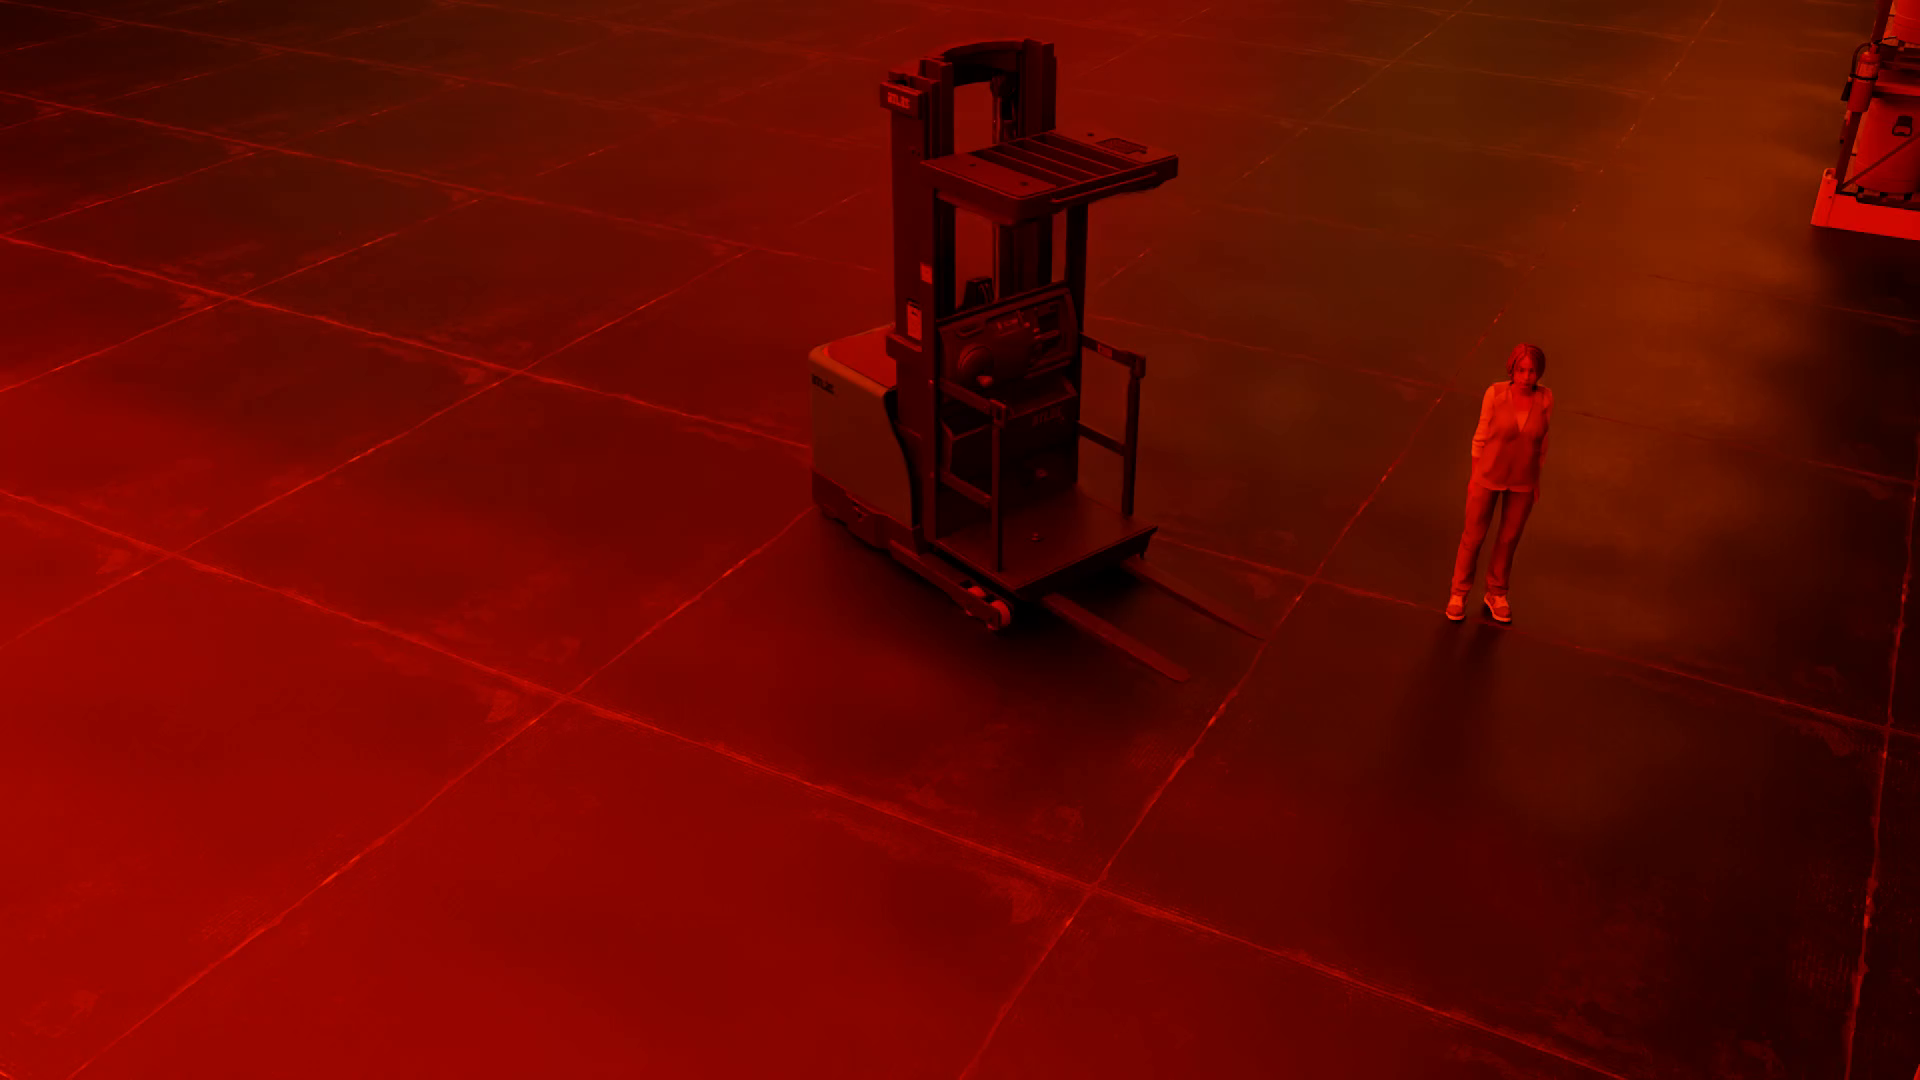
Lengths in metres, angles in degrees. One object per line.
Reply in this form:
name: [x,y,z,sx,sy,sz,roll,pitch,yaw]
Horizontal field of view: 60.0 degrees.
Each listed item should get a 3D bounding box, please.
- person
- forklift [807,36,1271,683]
person: [2.921,-0.303,8.929,0.410,1.602,0.328,3,30,5]
forklift: [0.408,-1.053,8.895,1.130,2.935,3.031,-22,37,-34]
